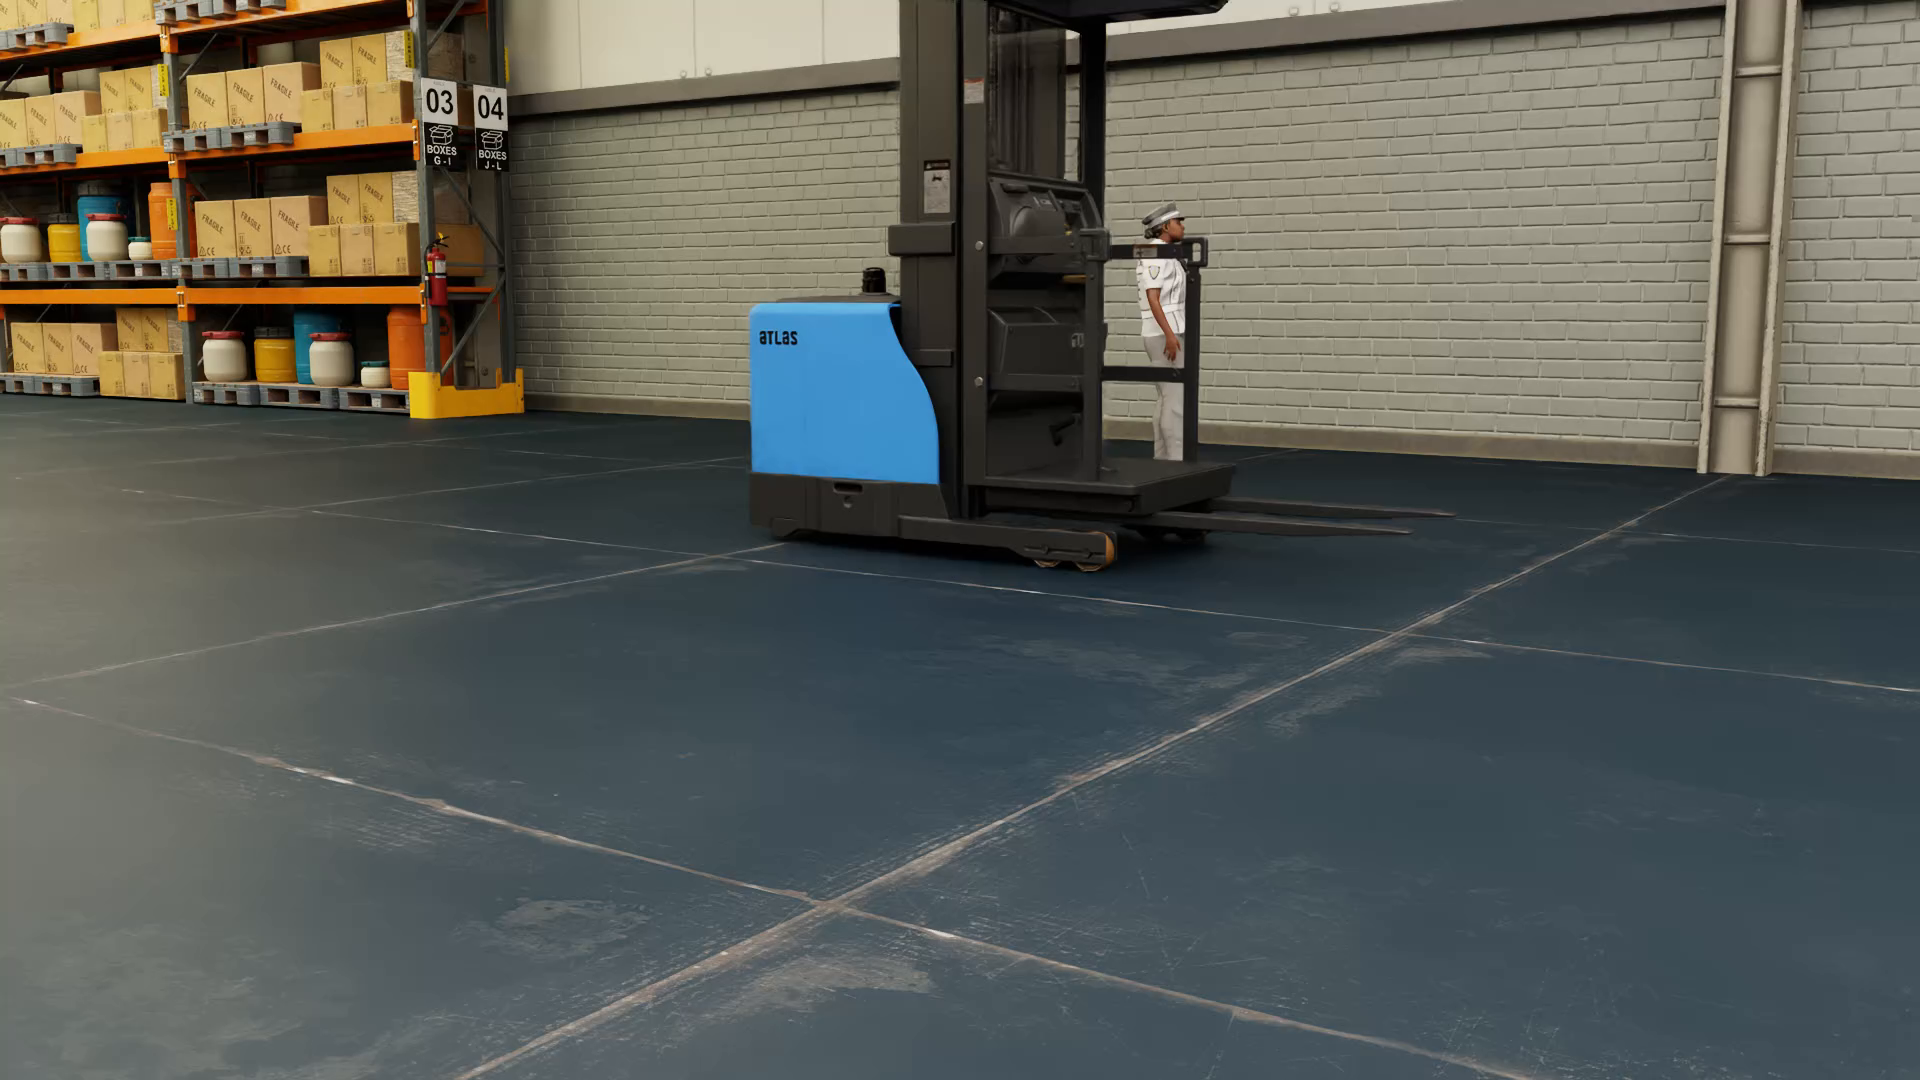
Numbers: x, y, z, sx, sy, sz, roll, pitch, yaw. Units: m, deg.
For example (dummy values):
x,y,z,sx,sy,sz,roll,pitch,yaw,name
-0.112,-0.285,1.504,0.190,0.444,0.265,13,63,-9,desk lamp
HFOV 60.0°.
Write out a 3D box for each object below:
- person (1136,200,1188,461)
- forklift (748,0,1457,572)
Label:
x,y,z,sx,sy,sz,roll,pitch,yaw,name
1.352,-1.242,10.264,0.531,1.695,0.567,2,8,15,person
0.556,-1.407,7.085,3.031,2.935,1.130,5,9,31,forklift
